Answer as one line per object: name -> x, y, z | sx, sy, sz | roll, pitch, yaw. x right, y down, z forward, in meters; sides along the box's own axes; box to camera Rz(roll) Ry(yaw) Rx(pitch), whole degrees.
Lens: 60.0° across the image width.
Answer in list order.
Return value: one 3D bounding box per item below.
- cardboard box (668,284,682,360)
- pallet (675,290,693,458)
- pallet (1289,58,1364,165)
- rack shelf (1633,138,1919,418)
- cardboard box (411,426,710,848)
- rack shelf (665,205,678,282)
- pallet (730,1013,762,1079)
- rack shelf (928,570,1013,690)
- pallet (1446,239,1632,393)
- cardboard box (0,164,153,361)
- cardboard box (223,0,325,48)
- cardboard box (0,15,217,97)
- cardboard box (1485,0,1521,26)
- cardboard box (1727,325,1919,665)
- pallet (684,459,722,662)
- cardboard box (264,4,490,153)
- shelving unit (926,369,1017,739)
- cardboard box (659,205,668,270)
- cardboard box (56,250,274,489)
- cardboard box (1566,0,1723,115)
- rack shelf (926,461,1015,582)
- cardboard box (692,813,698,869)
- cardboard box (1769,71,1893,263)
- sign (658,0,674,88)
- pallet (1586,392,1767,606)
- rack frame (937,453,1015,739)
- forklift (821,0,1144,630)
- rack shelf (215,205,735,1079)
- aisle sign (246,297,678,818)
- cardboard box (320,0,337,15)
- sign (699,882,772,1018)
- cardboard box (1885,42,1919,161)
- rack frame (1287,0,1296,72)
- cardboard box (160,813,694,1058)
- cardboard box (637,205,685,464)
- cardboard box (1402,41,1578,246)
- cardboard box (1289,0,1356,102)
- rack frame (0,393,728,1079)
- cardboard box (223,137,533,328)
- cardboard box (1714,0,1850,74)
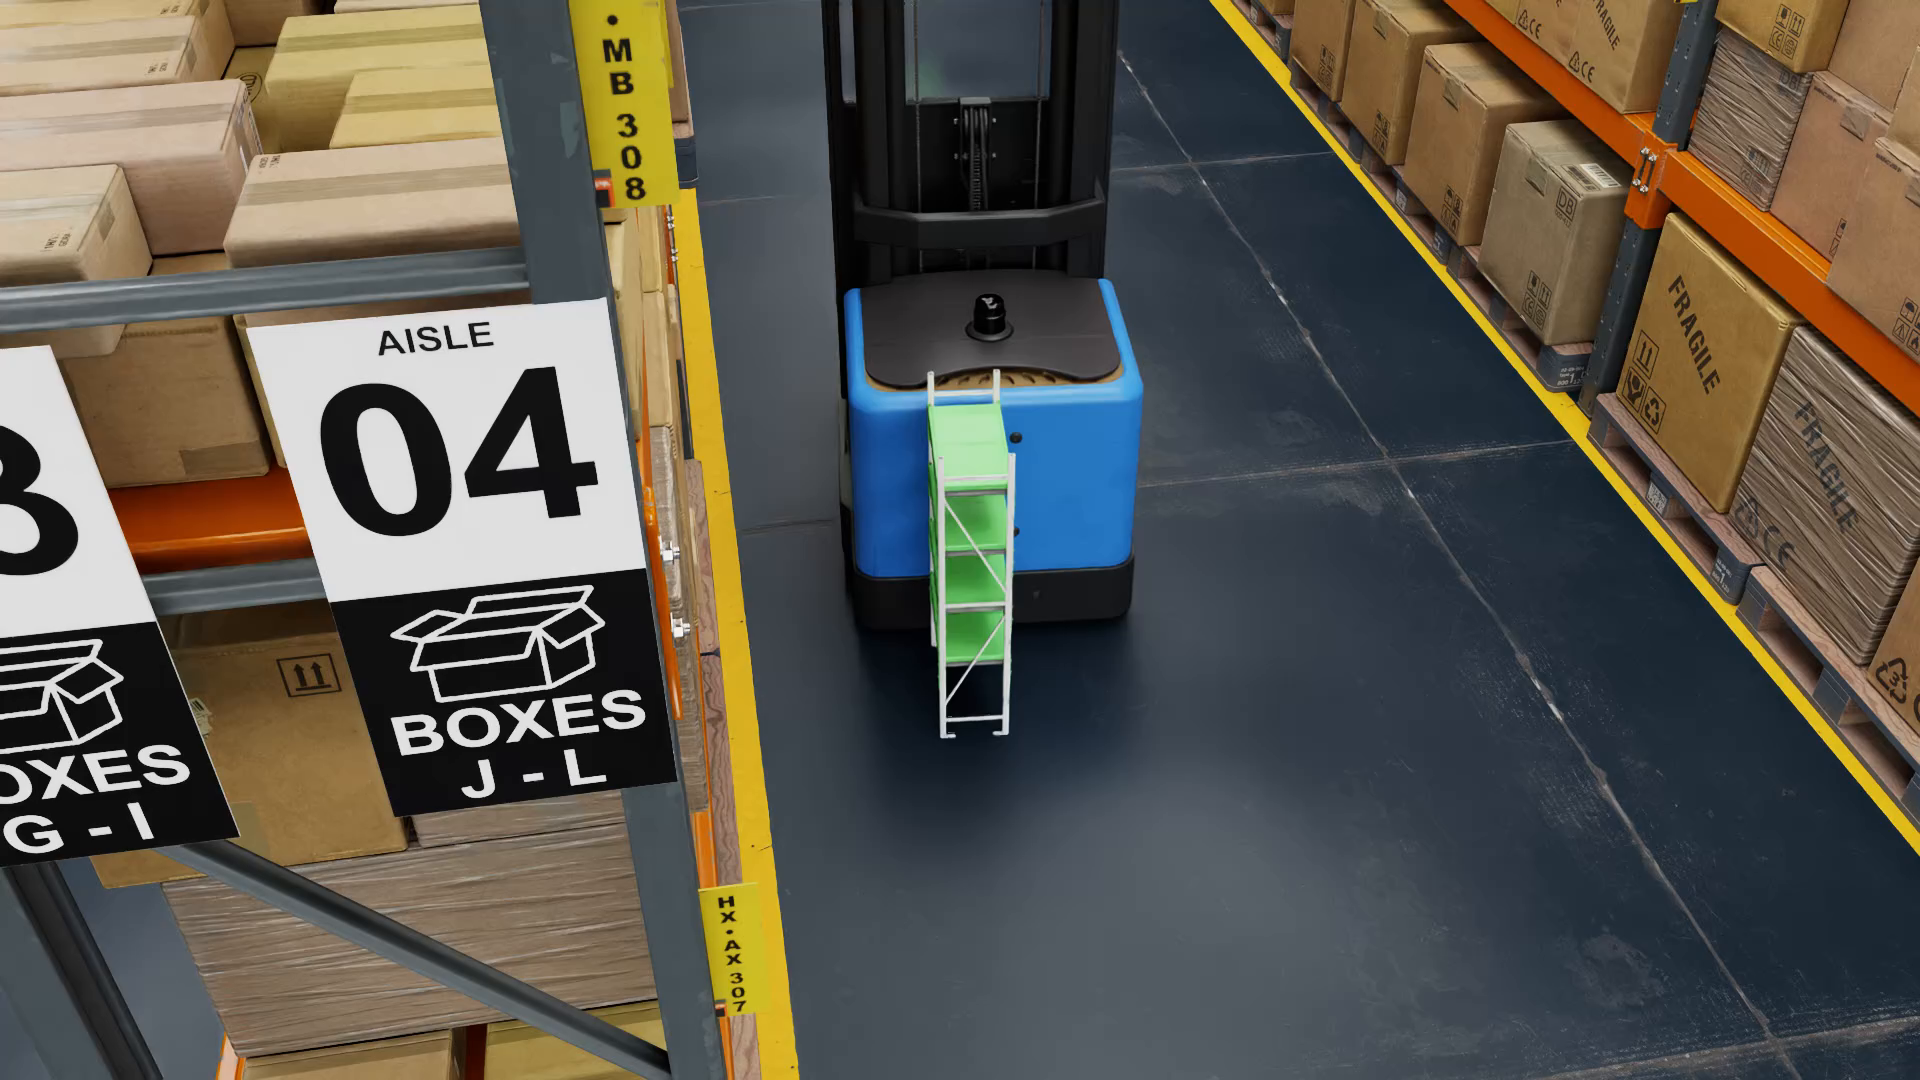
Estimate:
cardboard box -> -1.106, -0.693, 5.402 | 0.380, 0.149, 0.250 | -6, 38, -8
pallet -> -1.744, -0.708, 7.489 | 1.003, 0.211, 1.213 | -6, 38, -8
pallet -> 2.658, -2.642, 9.979 | 1.003, 0.211, 1.213 | -6, 38, -8
rack shelf -> 3.646, -0.319, 5.303 | 1.077, 0.370, 4.000 | -6, 38, -8
cardboard box -> -0.733, 0.164, 2.955 | 0.500, 0.500, 0.500 | -6, 38, -8
rack shelf -> -1.956, -2.263, 7.804 | 1.077, 0.370, 4.000 | -6, 38, -8
pallet -> -1.025, 1.638, 4.470 | 1.003, 0.211, 1.213 | -6, 38, -8
rack shelf -> 0.032, 0.306, 5.873 | 0.258, 0.148, 0.480 | -3, 38, -4
pallet -> 3.086, -1.168, 8.082 | 1.003, 0.211, 1.213 | -6, 38, -8
cardboard box -> -1.260, -0.340, 2.095 | 0.380, 0.149, 0.250 | -6, 38, -8
cardboard box -> -1.335, -0.975, 2.913 | 0.380, 0.149, 0.250 | -6, 38, -7
cardboard box -> -1.347, -0.663, 2.511 | 0.380, 0.149, 0.250 | -8, 39, -10
cardboard box -> 2.763, -2.748, 7.761 | 0.500, 0.500, 0.500 | -6, 38, -7
cardboard box -> 3.498, -0.207, 5.961 | 0.875, 0.875, 0.875 | -6, 38, -8
pallet -> -1.453, 0.164, 6.367 | 1.003, 0.211, 1.213 | -6, 38, -8
cardboard box -> -0.841, -0.703, 2.563 | 0.380, 0.149, 0.250 | -7, 38, -9
shelving unit -> 0.032, 0.066, 5.687 | 0.258, 1.200, 0.503 | -3, 38, -4
cardboard box -> -1.080, -1.045, 4.511 | 0.500, 0.500, 0.500 | -6, 38, -8
cardboard box -> -1.239, -0.312, 2.384 | 0.500, 0.250, 0.500 | -5, 38, -7
cardboard box -> 2.940, -2.137, 6.975 | 0.500, 0.500, 0.500 | -6, 38, -8
rack shelf -> 0.032, -0.073, 5.579 | 0.258, 0.148, 0.480 | -3, 38, -4
cardboard box -> -0.774, 0.673, 3.644 | 0.380, 0.149, 0.250 | -6, 38, -8
cardboard box -> 3.490, -1.319, 5.881 | 0.875, 0.550, 0.550 | -6, 38, -8
sign -> -1.073, -1.744, 5.844 | 0.100, 0.325, 0.005 | -6, 38, -8
pallet -> 3.351, -0.243, 6.890 | 1.003, 0.211, 1.213 | -6, 38, -8
rack frame -> 0.051, 0.216, 5.495 | 0.240, 1.200, 0.015 | -3, 38, -4
forklift -> 0.017, -1.712, 6.565 | 1.130, 2.935, 3.031 | -3, 38, -4
rack shelf -> -1.255, 0.153, 4.694 | 1.077, 0.370, 4.000 | -6, 38, -8
aisle sign -> -0.598, 0.056, 2.115 | 0.394, 0.787, 0.004 | -6, 38, -8
cardboard box -> -1.411, -0.924, 3.172 | 0.500, 0.250, 0.500 | -5, 38, -7
sign -> -0.370, 0.677, 2.728 | 0.100, 0.325, 0.005 | -6, 38, -8
cardboard box -> 3.496, -1.410, 5.117 | 0.875, 0.550, 0.550 | -6, 38, -8
rack frame -> 2.594, -4.227, 9.747 | 1.000, 3.000, 0.127 | -6, 38, -8
cardboard box -> -0.974, 0.585, 3.228 | 0.875, 0.500, 0.500 | -6, 38, -8
cardboard box -> -0.902, -0.441, 3.734 | 0.500, 0.500, 0.500 | -6, 38, -8
cardboard box -> 2.932, -2.037, 8.419 | 1.050, 0.750, 0.750 | -6, 38, -8
cardboard box -> 2.612, -3.127, 9.822 | 1.050, 0.750, 0.750 | -7, 38, -9
rack frame -> -0.905, 1.077, 2.919 | 1.000, 3.000, 0.127 | -6, 38, -8
cardboard box -> -0.725, -0.397, 2.168 | 0.380, 0.149, 0.250 | -6, 38, -8
cardboard box -> 3.326, -2.071, 5.968 | 0.875, 0.550, 0.550 | -6, 38, -8
